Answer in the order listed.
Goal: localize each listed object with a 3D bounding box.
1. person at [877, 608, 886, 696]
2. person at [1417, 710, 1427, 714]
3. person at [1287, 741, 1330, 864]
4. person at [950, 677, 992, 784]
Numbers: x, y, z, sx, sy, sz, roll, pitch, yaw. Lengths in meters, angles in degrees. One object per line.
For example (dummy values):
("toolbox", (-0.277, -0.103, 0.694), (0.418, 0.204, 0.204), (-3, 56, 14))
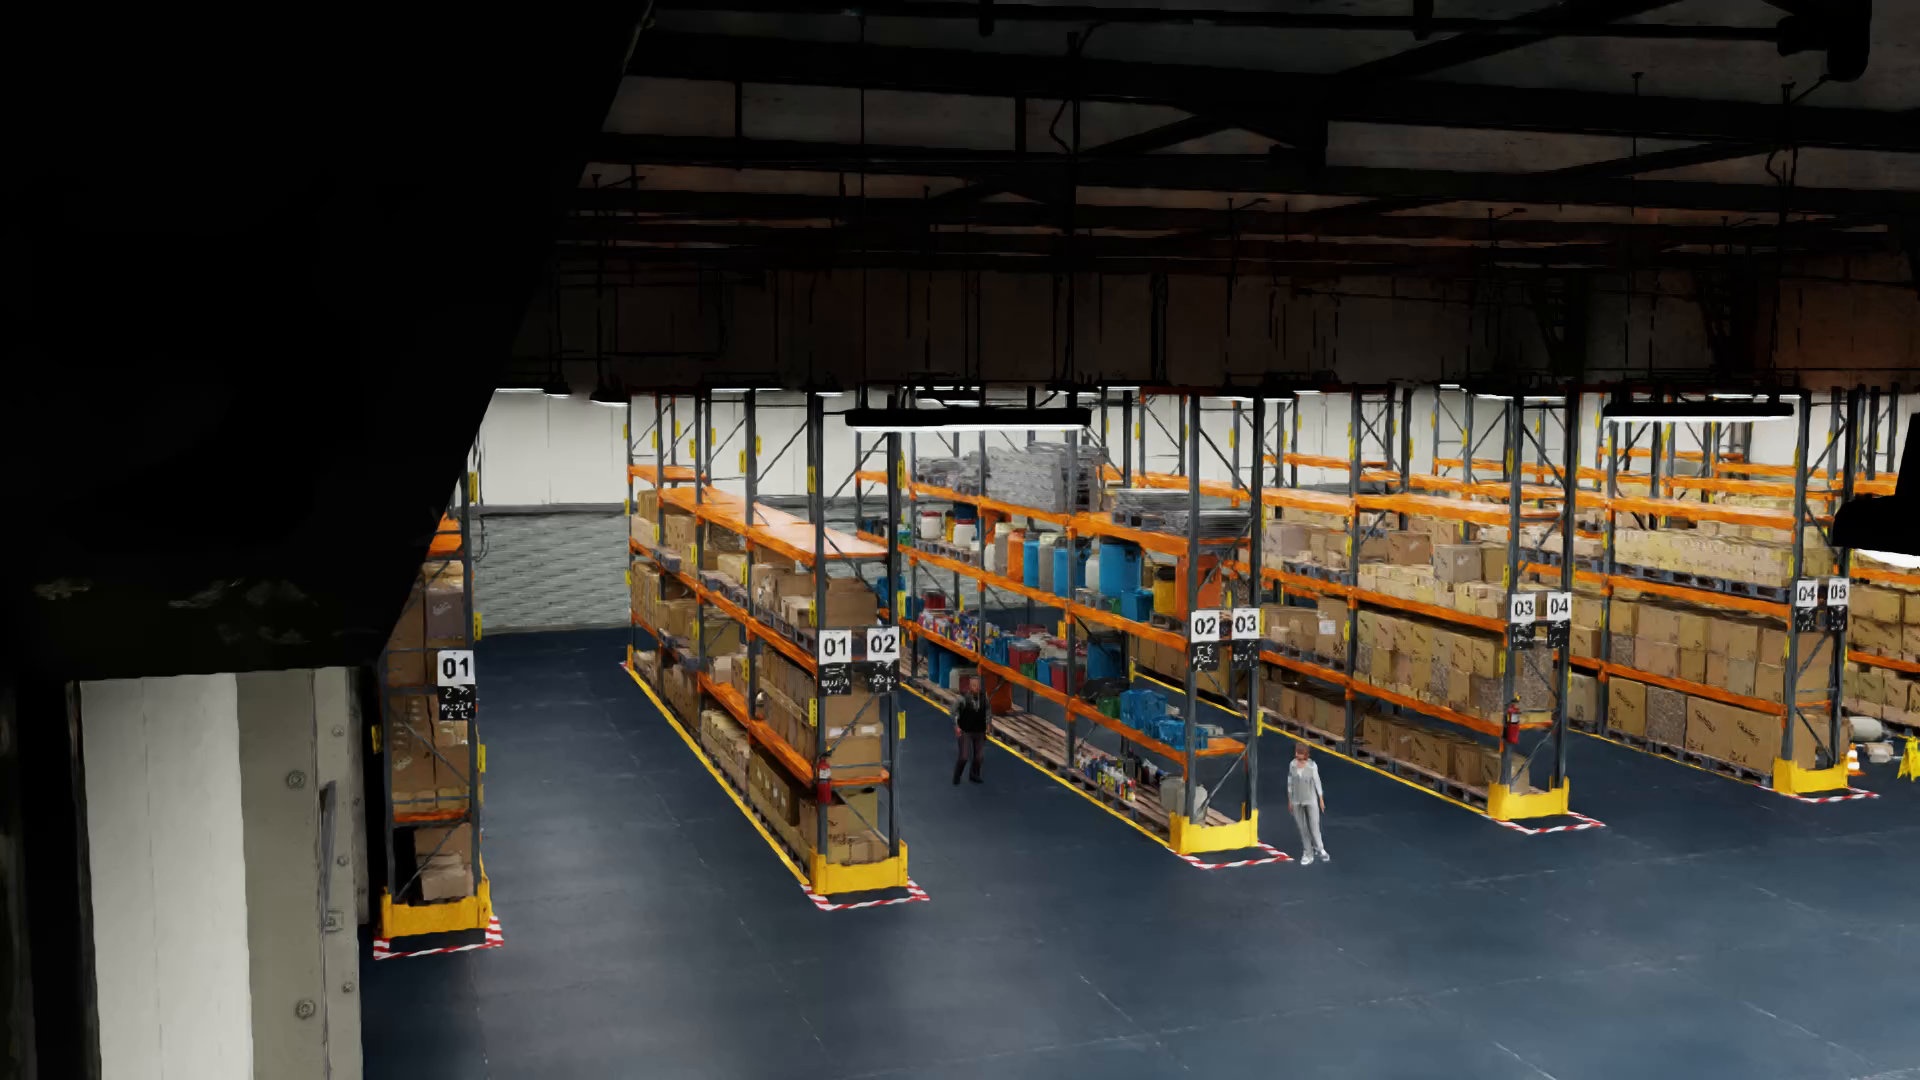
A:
("person", (-1.695, 2.107, 32.249), (0.553, 1.771, 0.607), (0, 6, -1))
("person", (8.625, 2.409, 30.287), (0.603, 1.598, 0.799), (-1, 6, -13))
("person", (4.456, 3.350, 21.237), (0.541, 1.585, 0.422), (3, 7, 29))
("person", (0.170, 2.896, 25.306), (0.677, 1.674, 0.534), (-2, 6, -21))
